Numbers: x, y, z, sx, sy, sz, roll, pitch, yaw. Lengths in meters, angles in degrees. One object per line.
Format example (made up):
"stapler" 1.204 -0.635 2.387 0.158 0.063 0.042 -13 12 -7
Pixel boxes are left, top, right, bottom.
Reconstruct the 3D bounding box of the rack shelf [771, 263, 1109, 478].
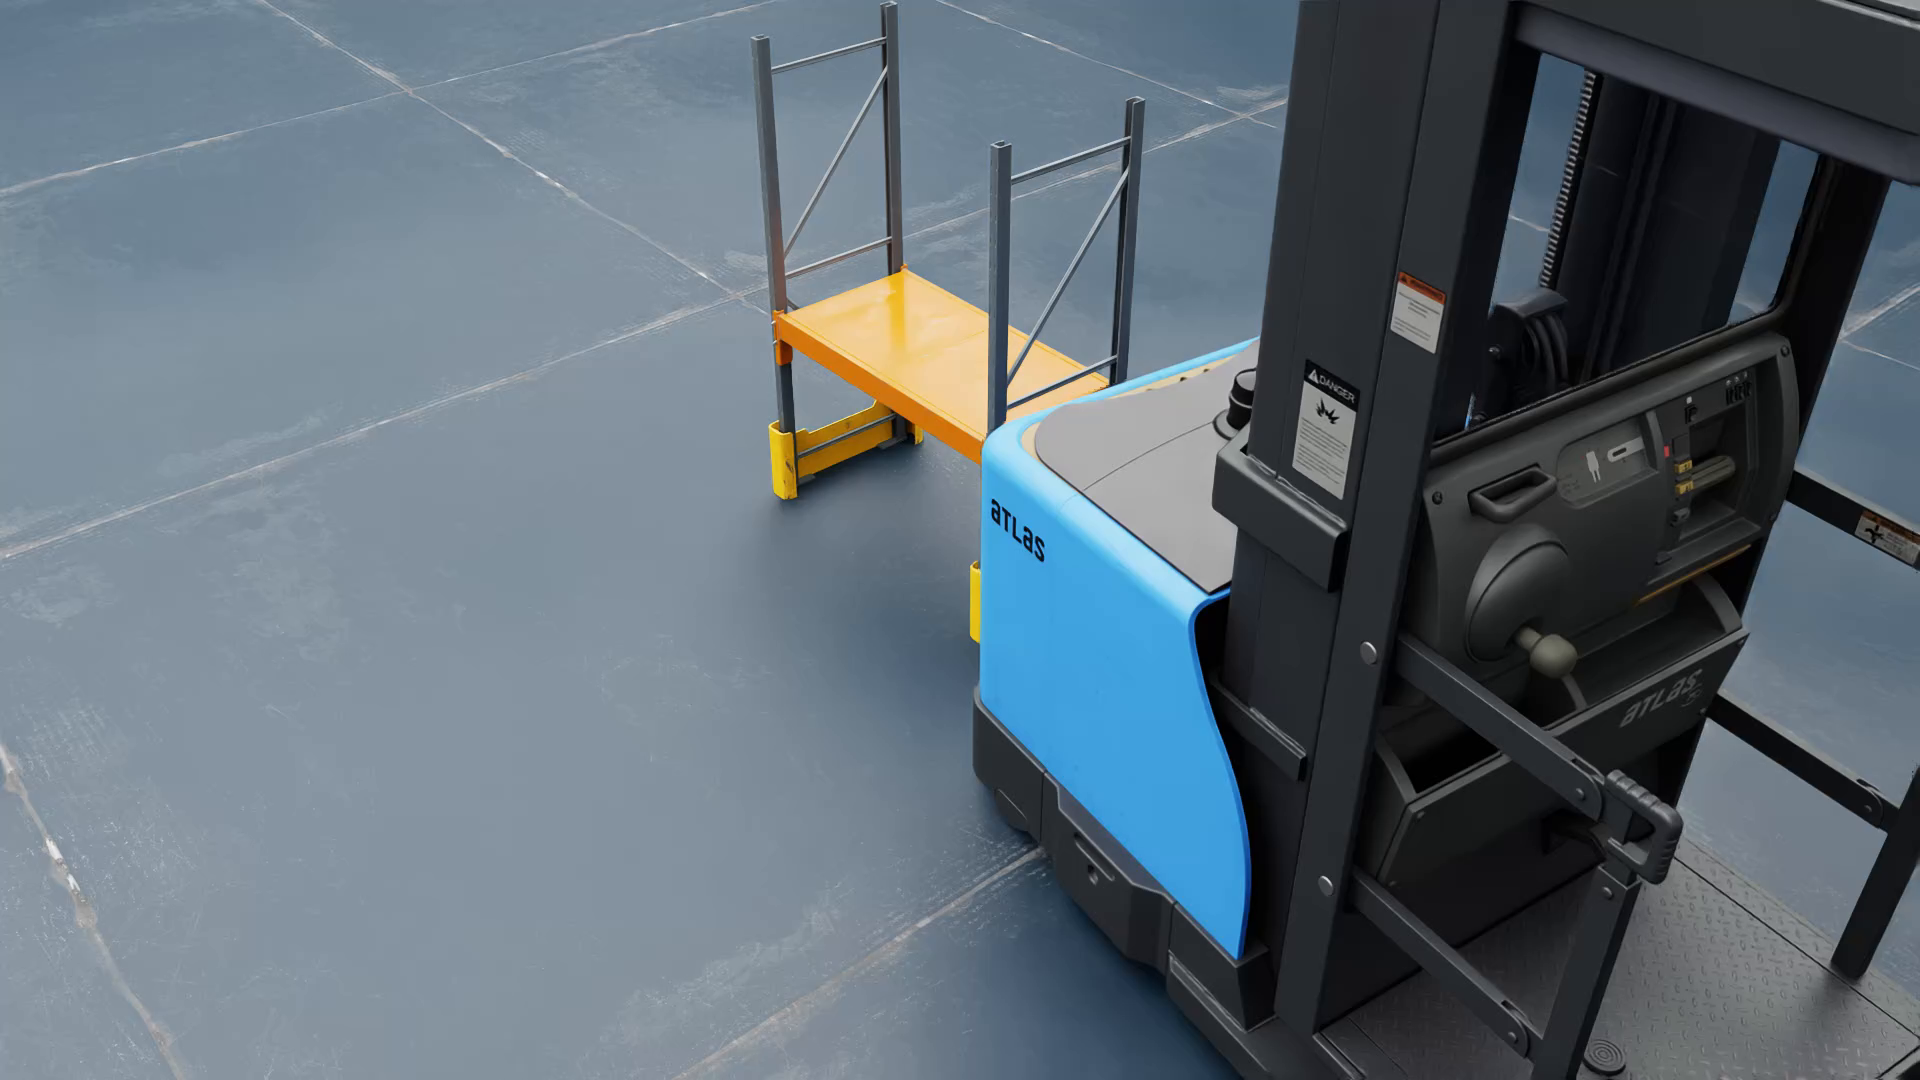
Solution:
"rack shelf" -0.055 -0.503 4.974 0.538 0.185 1.000 -26 43 -32

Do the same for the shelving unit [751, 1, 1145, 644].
"shelving unit" -0.049 -0.646 4.864 0.587 1.500 1.083 -26 43 -32

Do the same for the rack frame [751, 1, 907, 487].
"rack frame" -0.383 -0.874 5.187 0.500 1.500 0.032 -26 43 -32

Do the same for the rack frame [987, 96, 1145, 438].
"rack frame" 0.273 -0.425 4.553 0.500 1.500 0.032 -26 43 -32

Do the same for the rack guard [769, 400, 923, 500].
"rack guard" -0.371 -0.356 5.536 0.587 0.250 0.087 -26 43 -32

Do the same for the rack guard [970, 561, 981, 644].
"rack guard" 0.272 0.084 4.915 0.587 0.250 0.087 -26 43 -32

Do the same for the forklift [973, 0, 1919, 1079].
"forklift" 1.253 -0.003 2.719 1.130 2.935 3.031 -20 40 -26
